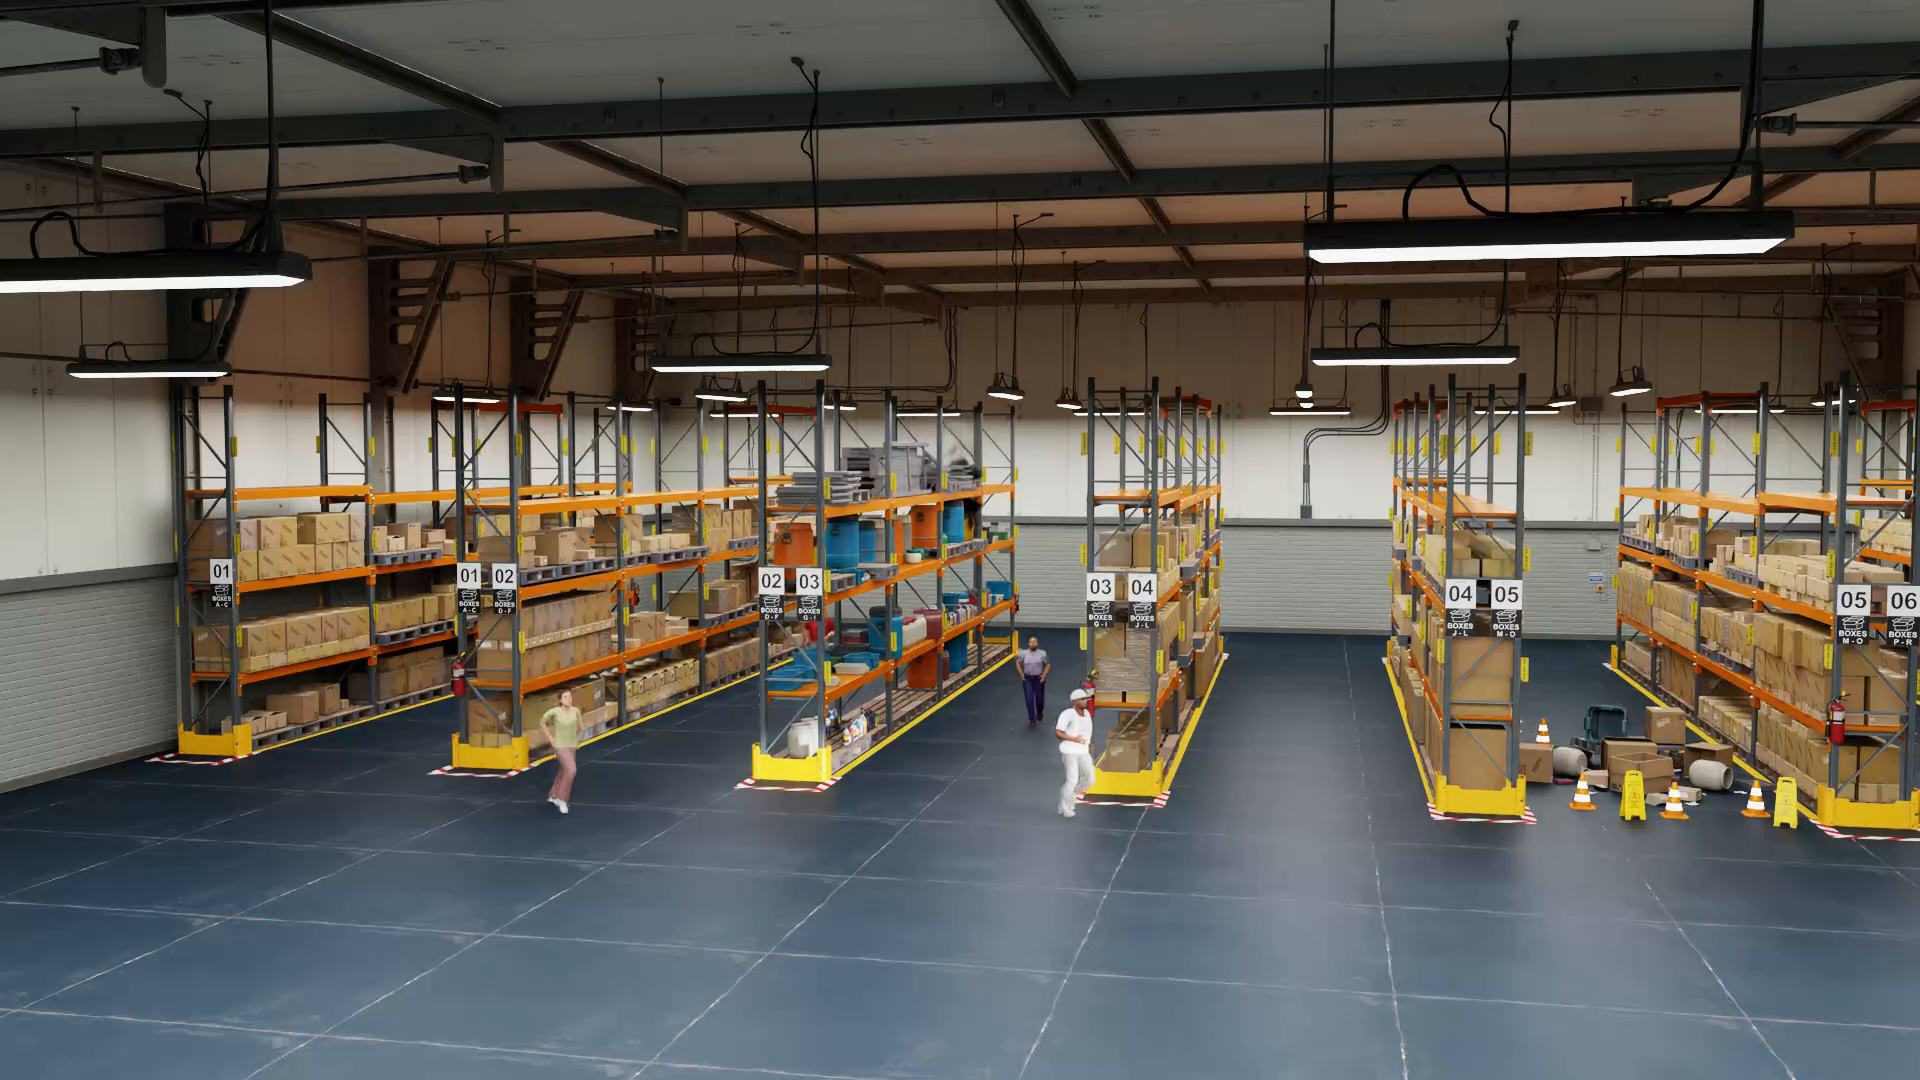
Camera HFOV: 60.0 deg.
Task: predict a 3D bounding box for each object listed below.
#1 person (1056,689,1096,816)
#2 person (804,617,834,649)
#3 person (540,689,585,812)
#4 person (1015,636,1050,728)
[{"bbox_3d":[1.634,2.878,22.552,0.742,1.709,0.581,-3,4,-39],"label":"person"},{"bbox_3d":[-2.944,2.213,34.664,0.651,1.684,0.602,0,3,-2],"label":"person"},{"bbox_3d":[-5.439,2.897,22.962,0.692,1.705,0.547,3,4,42],"label":"person"},{"bbox_3d":[1.302,2.530,29.817,0.614,1.618,0.598,0,3,3],"label":"person"}]
